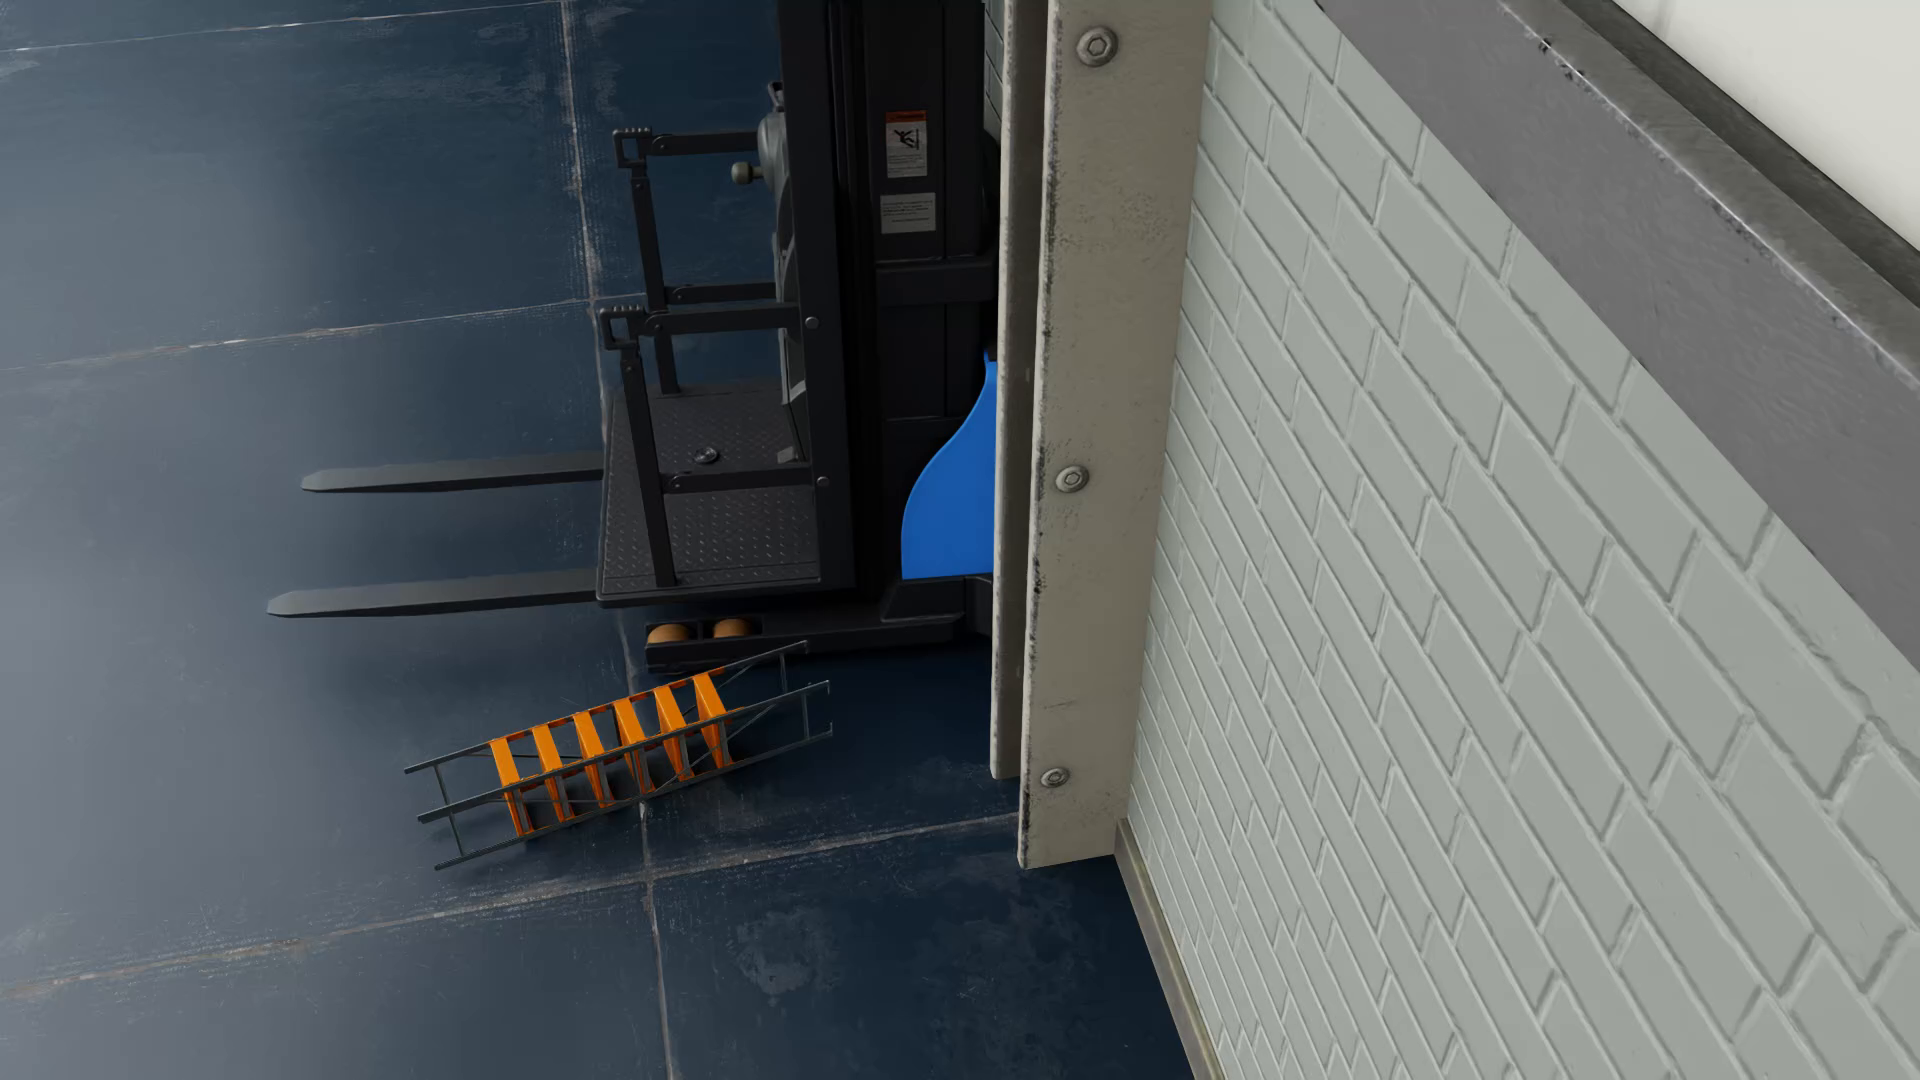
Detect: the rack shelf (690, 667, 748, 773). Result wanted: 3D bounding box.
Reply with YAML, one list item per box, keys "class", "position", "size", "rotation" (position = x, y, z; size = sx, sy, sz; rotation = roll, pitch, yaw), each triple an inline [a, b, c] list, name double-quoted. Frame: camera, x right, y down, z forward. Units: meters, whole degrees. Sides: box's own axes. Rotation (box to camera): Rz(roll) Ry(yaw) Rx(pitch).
- class: "rack shelf"
  position: [-0.708, 0.535, 4.926]
  size: [0.103, 0.258, 0.180]
  rotation: [-17, 44, -18]

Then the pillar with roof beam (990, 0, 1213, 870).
- class: "pillar with roof beam"
  position: [-3.922, -1.967, 1.187]
  size: [9.100, 9.000, 0.400]
  rotation: [-8, 42, -9]

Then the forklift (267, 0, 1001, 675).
- class: "forklift"
  position: [-0.689, -1.042, 4.716]
  size: [3.031, 2.935, 1.130]
  rotation: [-5, 42, -5]

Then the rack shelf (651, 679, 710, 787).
- class: "rack shelf"
  position: [-0.817, 0.568, 4.888]
  size: [0.103, 0.258, 0.180]
  rotation: [-17, 44, -18]

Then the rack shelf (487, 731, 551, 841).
- class: "rack shelf"
  position: [-1.252, 0.703, 4.736]
  size: [0.103, 0.258, 0.180]
  rotation: [-17, 44, -18]

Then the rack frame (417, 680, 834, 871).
- class: "rack frame"
  position: [-0.927, 0.670, 4.774]
  size: [1.200, 0.240, 0.006]
  rotation: [-17, 44, -18]

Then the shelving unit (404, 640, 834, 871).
- class: "shelving unit"
  position: [-0.966, 0.615, 4.836]
  size: [1.200, 0.258, 0.189]
  rotation: [-17, 44, -18]

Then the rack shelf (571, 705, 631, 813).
- class: "rack shelf"
  position: [-1.034, 0.636, 4.812]
  size: [0.103, 0.258, 0.180]
  rotation: [-17, 44, -18]

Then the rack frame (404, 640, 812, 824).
- class: "rack frame"
  position: [-1.005, 0.559, 4.898]
  size: [1.200, 0.240, 0.006]
  rotation: [-17, 44, -18]

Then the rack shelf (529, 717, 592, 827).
- class: "rack shelf"
  position: [-1.143, 0.669, 4.774]
  size: [0.103, 0.258, 0.180]
  rotation: [-17, 44, -18]

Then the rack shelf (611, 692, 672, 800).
- class: "rack shelf"
  position: [-0.926, 0.602, 4.850]
  size: [0.103, 0.258, 0.180]
  rotation: [-17, 44, -18]
